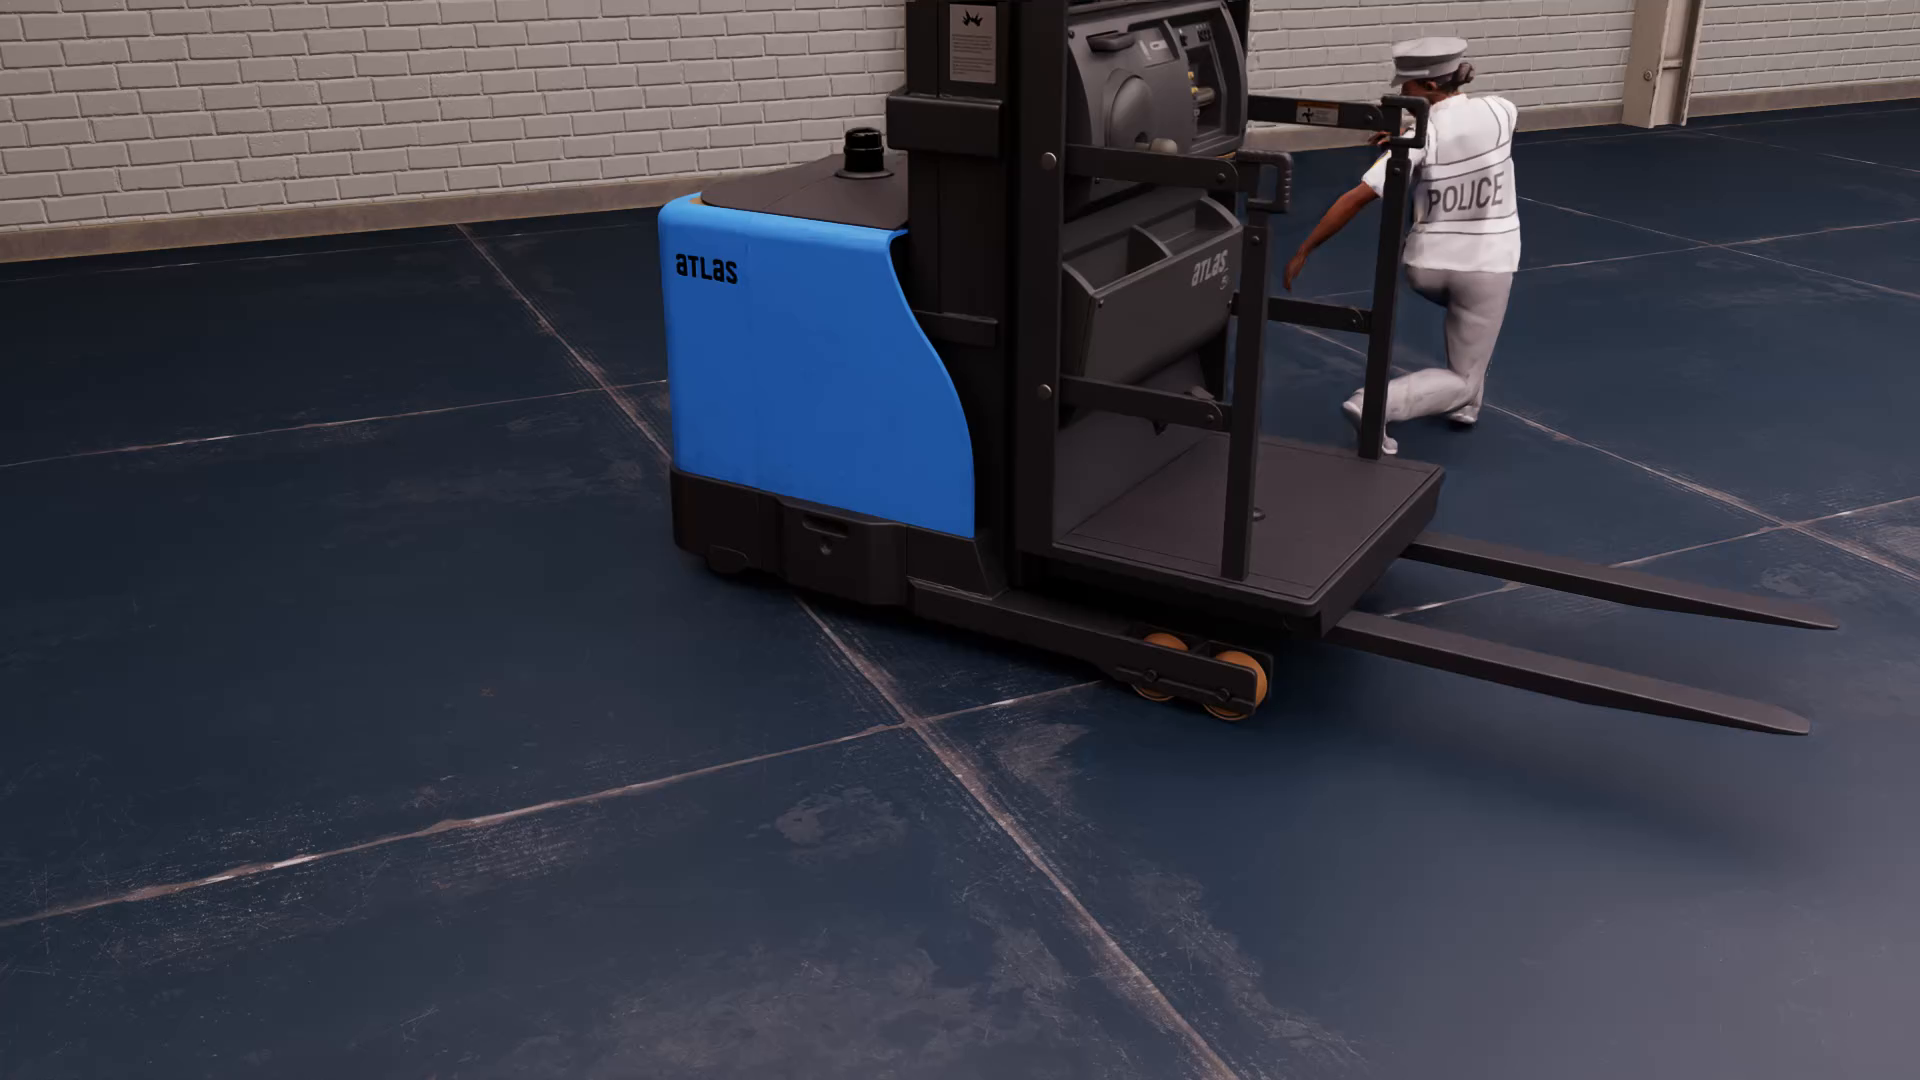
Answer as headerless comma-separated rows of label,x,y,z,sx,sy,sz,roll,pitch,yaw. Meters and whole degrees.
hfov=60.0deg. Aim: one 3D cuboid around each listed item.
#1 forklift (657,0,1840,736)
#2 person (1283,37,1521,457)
forklift,0.682,-1.146,4.046,3.031,2.935,1.130,13,26,29
person,1.569,-0.993,5.759,0.695,1.439,0.917,14,27,31
